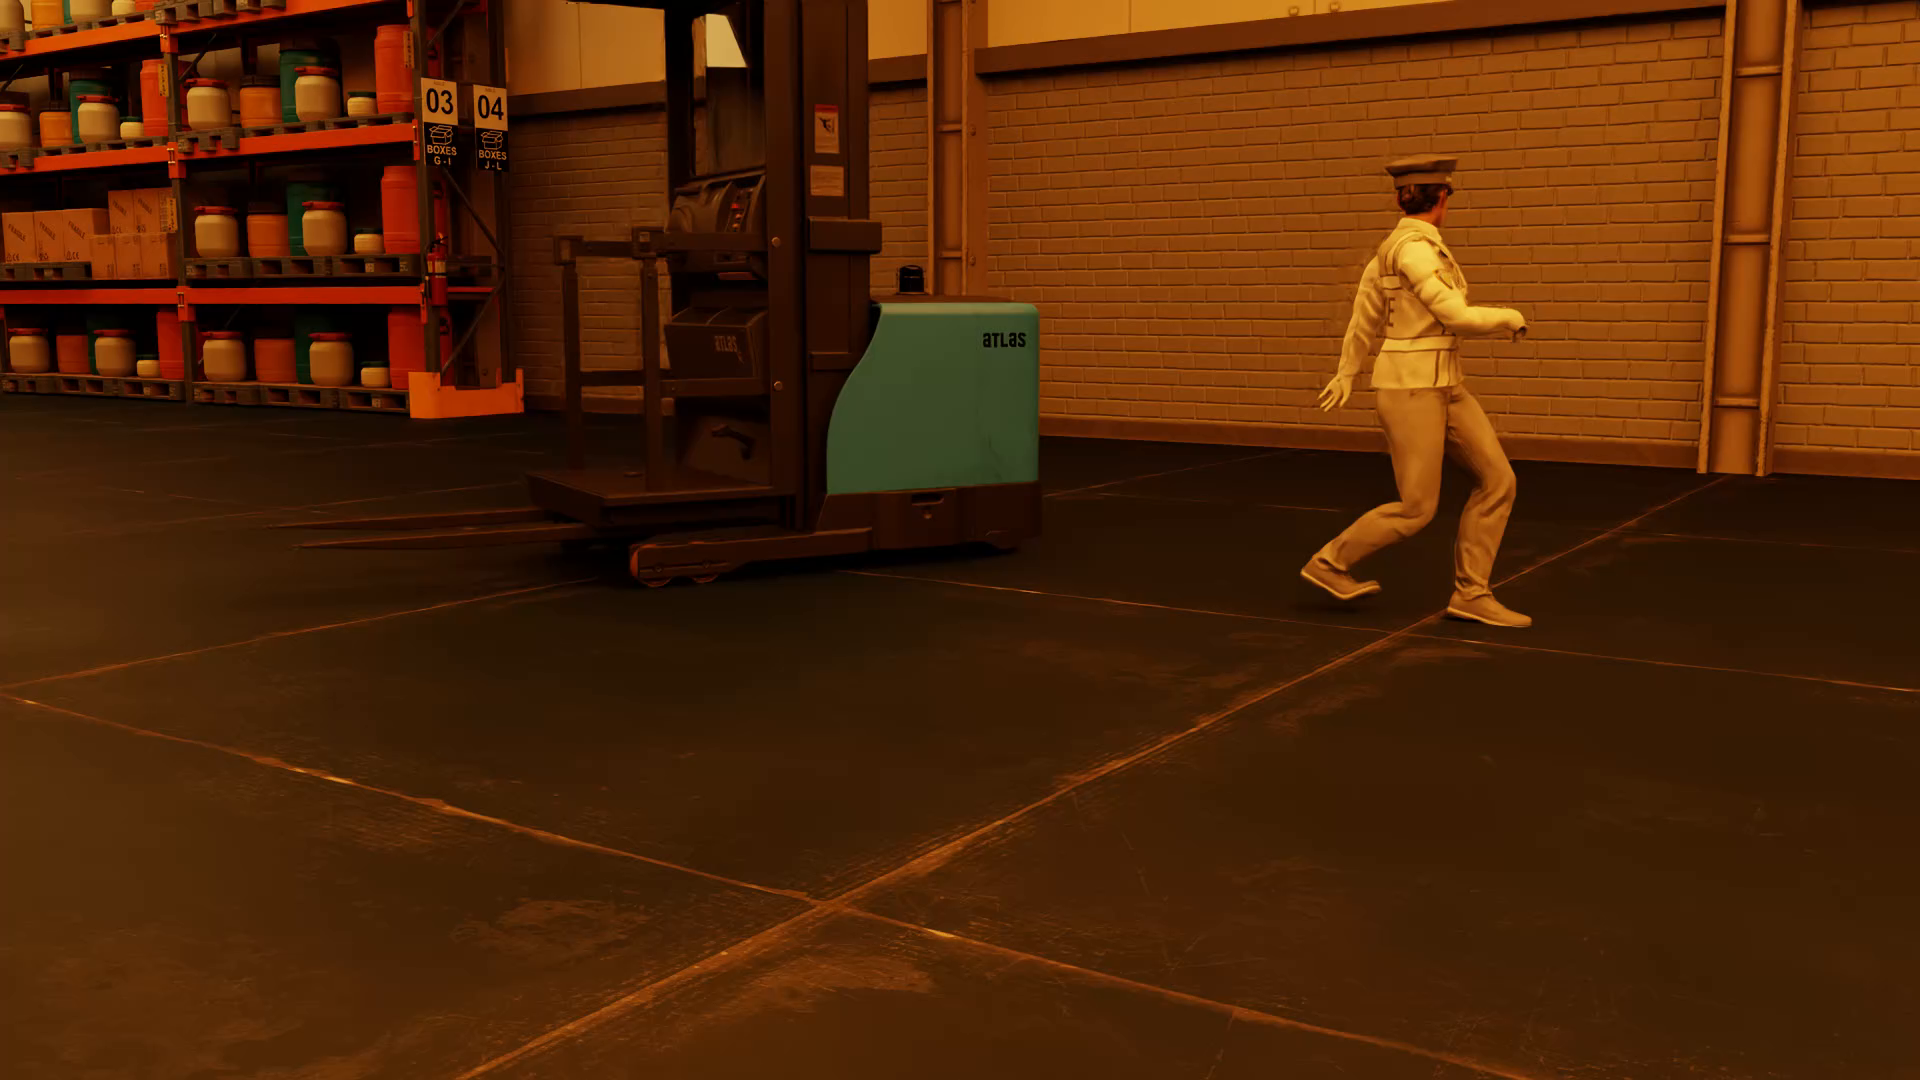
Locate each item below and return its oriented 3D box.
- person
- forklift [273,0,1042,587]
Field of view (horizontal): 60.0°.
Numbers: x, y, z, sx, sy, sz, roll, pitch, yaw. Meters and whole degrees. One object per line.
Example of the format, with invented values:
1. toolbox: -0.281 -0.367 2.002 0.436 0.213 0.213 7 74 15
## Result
1. person: 1.577 -0.509 5.686 0.814 1.587 0.531 4 9 27
2. forklift: -1.179 -1.355 6.722 3.031 2.935 1.130 -5 9 -30
